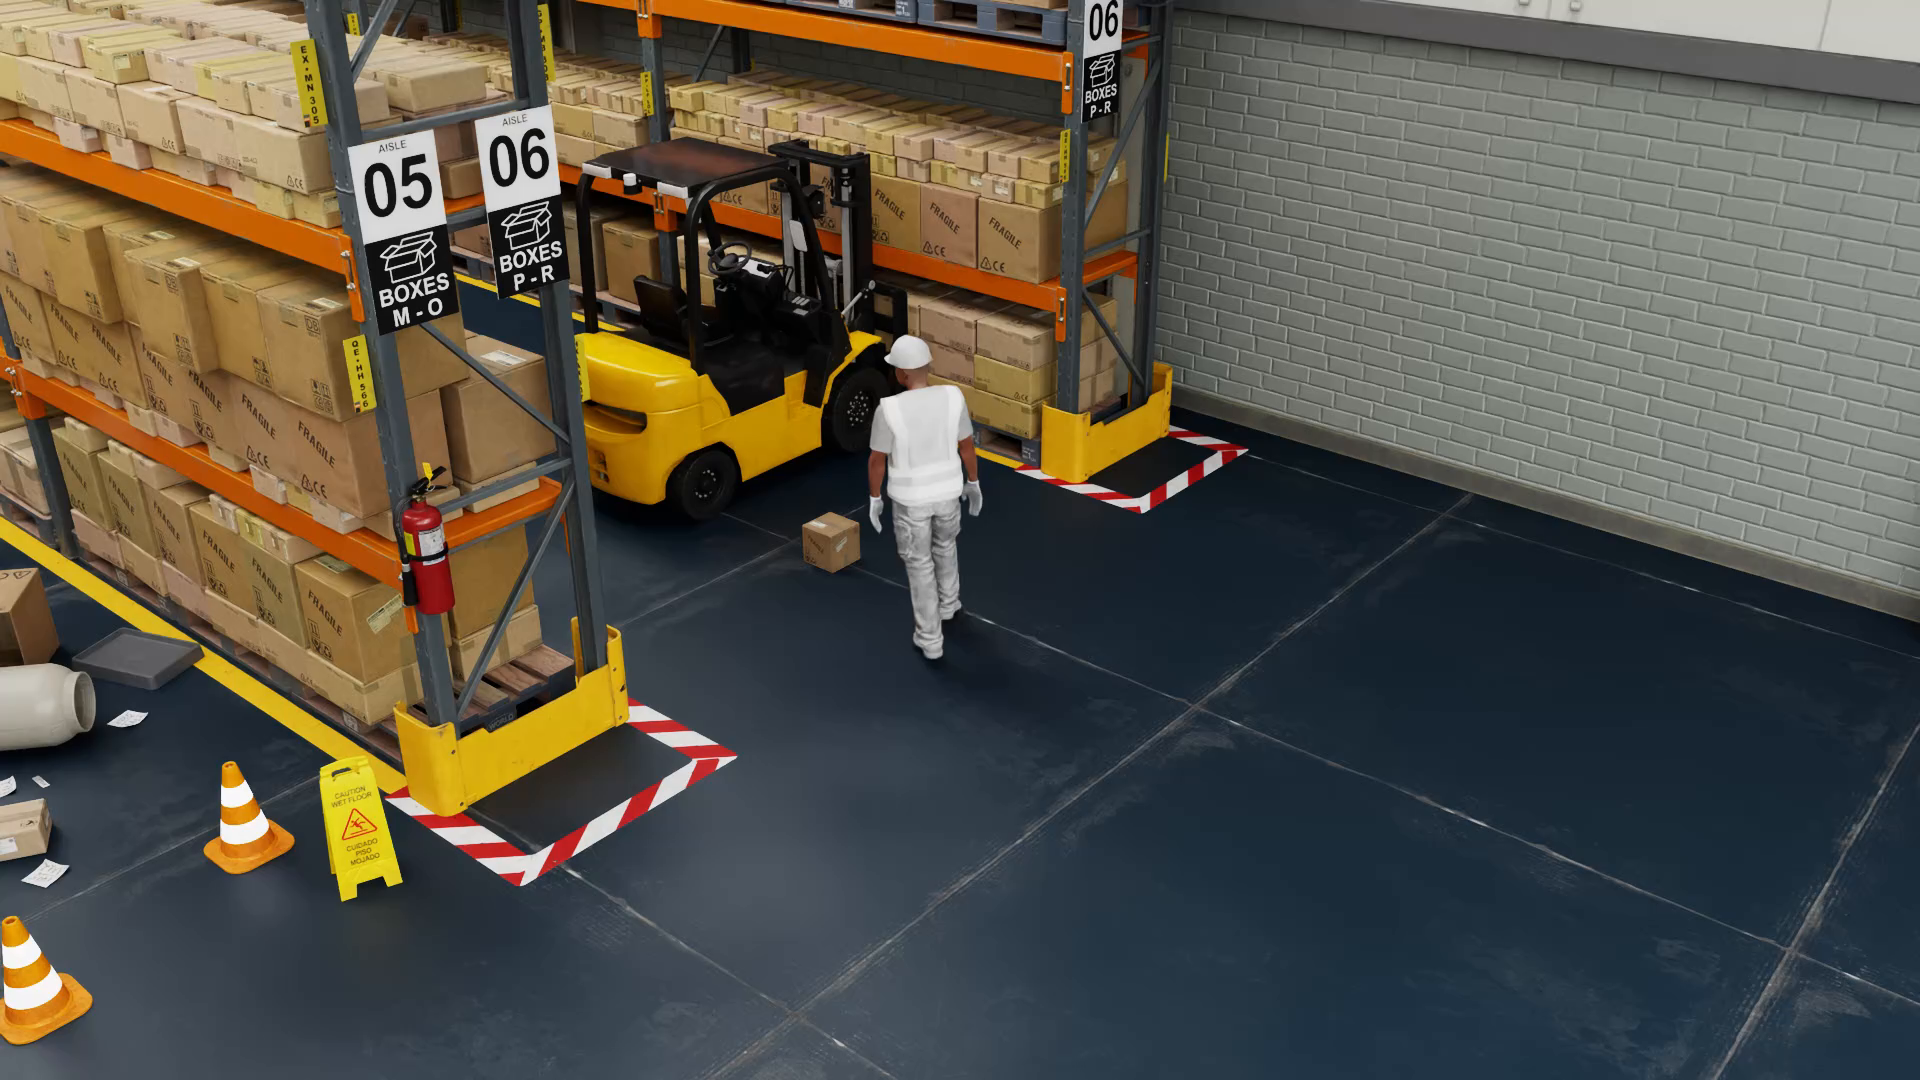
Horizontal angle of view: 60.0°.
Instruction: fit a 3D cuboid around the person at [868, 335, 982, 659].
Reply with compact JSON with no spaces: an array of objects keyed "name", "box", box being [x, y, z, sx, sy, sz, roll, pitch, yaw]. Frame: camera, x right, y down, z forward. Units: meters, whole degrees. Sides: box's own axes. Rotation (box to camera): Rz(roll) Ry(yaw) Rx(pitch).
[{"name":"person","box":[-0.199,-0.247,9.094,0.638,1.797,0.670,-10,29,-20]}]
